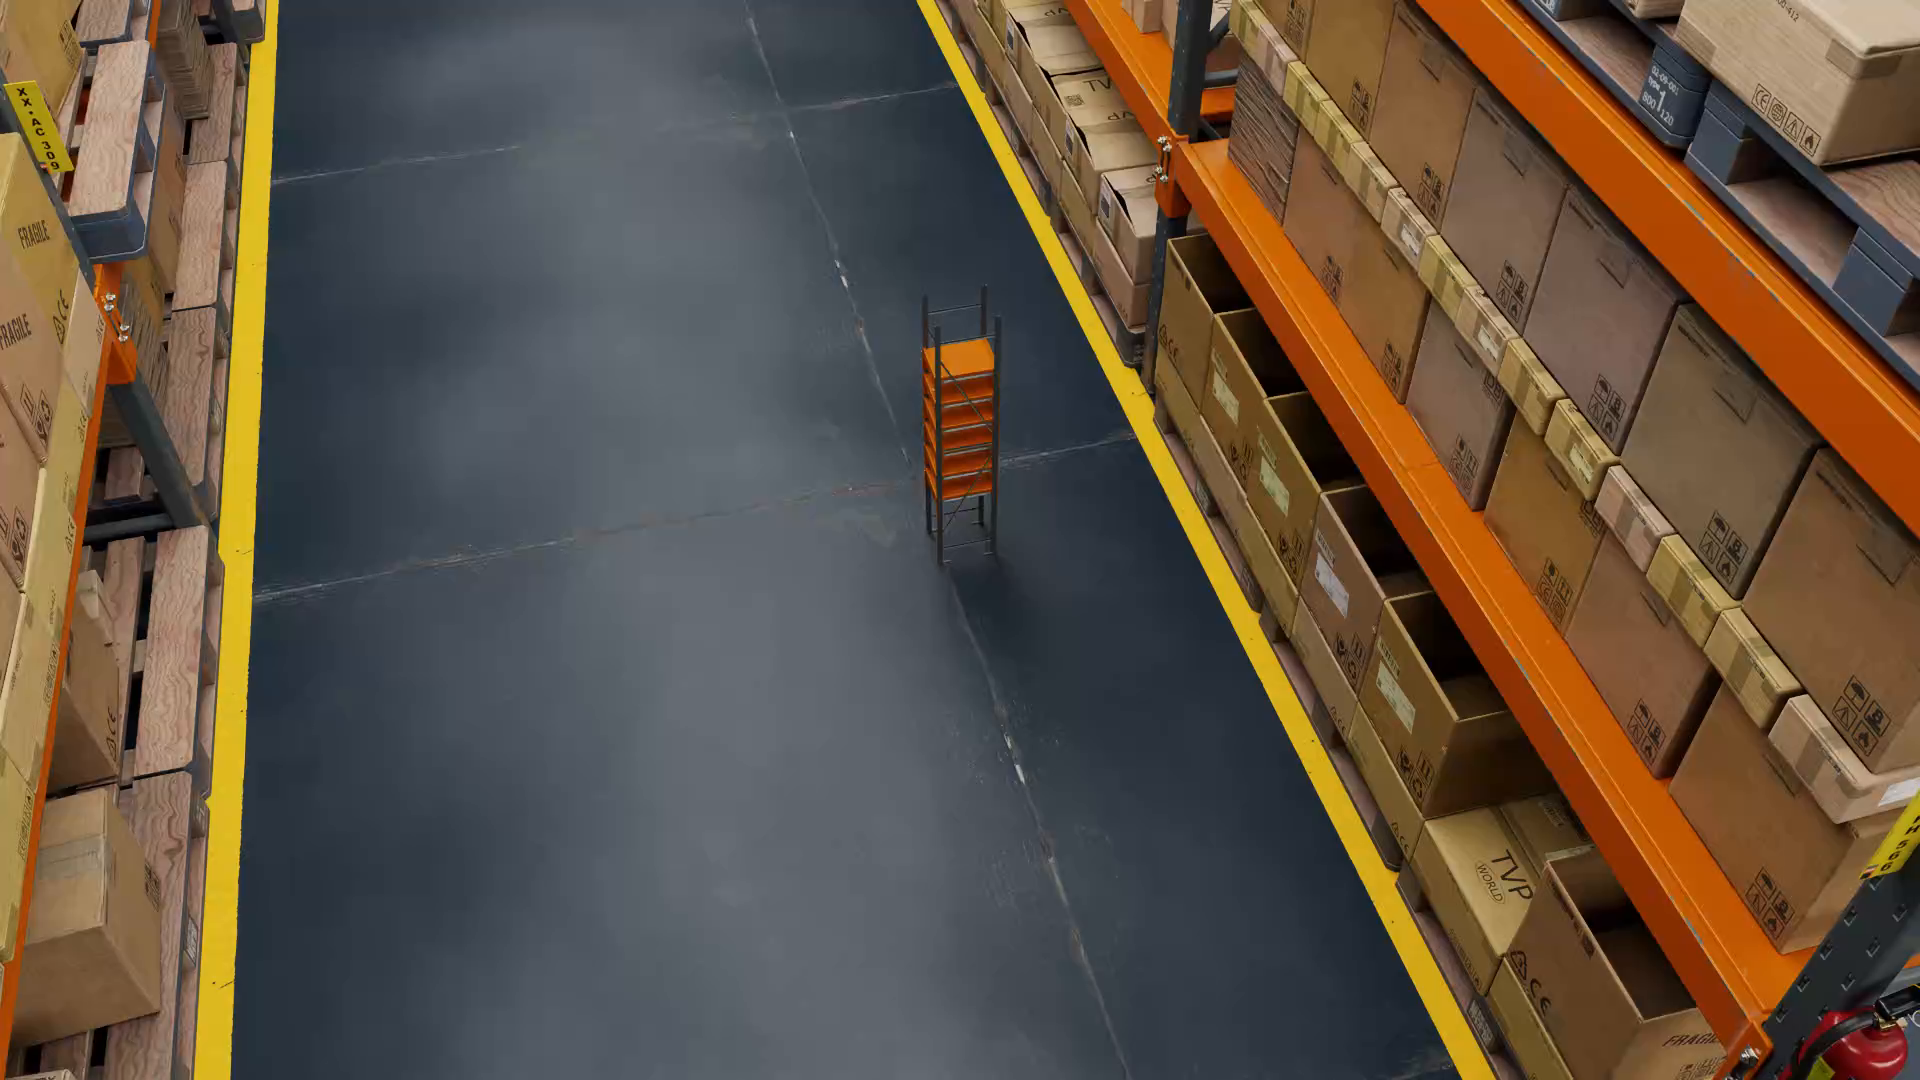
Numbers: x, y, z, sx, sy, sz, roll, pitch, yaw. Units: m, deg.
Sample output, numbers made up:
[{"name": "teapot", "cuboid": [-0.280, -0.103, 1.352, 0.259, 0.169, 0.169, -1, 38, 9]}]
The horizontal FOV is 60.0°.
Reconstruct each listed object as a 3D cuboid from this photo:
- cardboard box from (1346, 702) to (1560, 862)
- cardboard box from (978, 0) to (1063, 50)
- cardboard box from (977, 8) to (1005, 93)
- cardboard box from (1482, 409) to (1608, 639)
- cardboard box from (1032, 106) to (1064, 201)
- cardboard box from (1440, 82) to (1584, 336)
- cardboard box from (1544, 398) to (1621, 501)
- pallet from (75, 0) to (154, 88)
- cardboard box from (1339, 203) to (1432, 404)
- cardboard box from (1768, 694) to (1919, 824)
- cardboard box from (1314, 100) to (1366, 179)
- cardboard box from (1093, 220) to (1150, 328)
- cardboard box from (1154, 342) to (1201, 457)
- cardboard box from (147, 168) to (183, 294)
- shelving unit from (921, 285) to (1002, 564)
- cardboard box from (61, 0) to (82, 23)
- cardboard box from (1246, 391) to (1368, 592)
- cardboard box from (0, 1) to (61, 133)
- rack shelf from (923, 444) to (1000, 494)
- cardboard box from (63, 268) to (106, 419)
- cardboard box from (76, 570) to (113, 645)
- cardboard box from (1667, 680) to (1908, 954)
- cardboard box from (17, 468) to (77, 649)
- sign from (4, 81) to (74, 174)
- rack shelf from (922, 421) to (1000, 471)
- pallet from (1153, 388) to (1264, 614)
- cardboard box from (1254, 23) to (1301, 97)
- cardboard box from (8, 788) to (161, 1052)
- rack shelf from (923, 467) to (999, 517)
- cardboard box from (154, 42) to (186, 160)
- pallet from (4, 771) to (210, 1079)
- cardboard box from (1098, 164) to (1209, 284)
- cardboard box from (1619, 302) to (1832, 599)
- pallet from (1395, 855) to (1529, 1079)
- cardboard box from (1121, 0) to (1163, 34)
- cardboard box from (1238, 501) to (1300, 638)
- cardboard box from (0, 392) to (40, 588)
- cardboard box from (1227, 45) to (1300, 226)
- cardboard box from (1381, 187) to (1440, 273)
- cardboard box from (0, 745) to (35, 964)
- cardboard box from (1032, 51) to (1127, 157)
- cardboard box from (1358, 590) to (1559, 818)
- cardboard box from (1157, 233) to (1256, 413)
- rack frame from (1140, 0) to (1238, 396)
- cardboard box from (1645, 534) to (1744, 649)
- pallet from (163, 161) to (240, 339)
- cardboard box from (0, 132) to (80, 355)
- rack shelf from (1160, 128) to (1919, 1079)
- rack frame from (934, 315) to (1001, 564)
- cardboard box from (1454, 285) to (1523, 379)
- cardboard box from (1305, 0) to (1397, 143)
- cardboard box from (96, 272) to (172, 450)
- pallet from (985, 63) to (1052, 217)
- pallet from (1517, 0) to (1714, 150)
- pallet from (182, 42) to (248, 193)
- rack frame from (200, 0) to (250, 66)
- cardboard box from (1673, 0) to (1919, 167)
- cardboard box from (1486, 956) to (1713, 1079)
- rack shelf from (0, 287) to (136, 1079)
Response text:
[{"name": "cardboard box", "cuboid": [1.639, 0.751, 5.545, 0.500, 0.250, 0.500, -11, 47, -10]}, {"name": "cardboard box", "cuboid": [0.404, -2.836, 8.667, 0.500, 0.311, 0.500, -12, 47, -11]}, {"name": "cardboard box", "cuboid": [0.402, -2.648, 8.876, 0.500, 0.250, 0.500, -12, 47, -11]}, {"name": "cardboard box", "cuboid": [1.963, -0.126, 4.703, 0.700, 0.500, 0.500, -10, 46, -10]}, {"name": "cardboard box", "cuboid": [0.662, -1.943, 8.185, 0.500, 0.250, 0.500, -10, 46, -9]}, {"name": "cardboard box", "cuboid": [1.812, -0.967, 4.619, 0.700, 0.500, 0.500, -11, 47, -10]}, {"name": "cardboard box", "cuboid": [1.785, -0.264, 4.384, 0.380, 0.149, 0.250, -9, 46, -9]}, {"name": "pallet", "cuboid": [-3.958, -2.249, 6.988, 1.003, 0.211, 1.213, -11, 47, -10]}, {"name": "cardboard box", "cuboid": [1.693, -0.842, 5.405, 0.700, 0.500, 0.500, -10, 46, -10]}, {"name": "cardboard box", "cuboid": [2.049, 0.449, 3.686, 0.380, 0.149, 0.250, -11, 47, -11]}, {"name": "cardboard box", "cuboid": [1.389, -1.331, 5.430, 0.380, 0.149, 0.250, -11, 47, -11]}, {"name": "cardboard box", "cuboid": [0.921, -1.240, 7.496, 0.500, 0.250, 0.500, -11, 47, -11]}, {"name": "cardboard box", "cuboid": [1.133, -0.631, 6.899, 0.500, 0.250, 0.500, -11, 47, -10]}, {"name": "cardboard box", "cuboid": [-3.957, -1.405, 7.469, 0.700, 0.500, 0.500, -10, 46, -10]}, {"name": "shelving unit", "cuboid": [0.004, -0.410, 6.312, 0.258, 1.200, 0.189, -11, 47, -10]}, {"name": "cardboard box", "cuboid": [-3.913, -2.296, 6.522, 0.700, 0.500, 0.500, -5, 46, -5]}, {"name": "cardboard box", "cuboid": [1.379, -0.201, 5.953, 0.500, 0.500, 0.500, -11, 47, -10]}, {"name": "cardboard box", "cuboid": [-3.578, -1.460, 5.703, 0.700, 0.500, 0.500, -11, 47, -10]}, {"name": "rack shelf", "cuboid": [0.004, -0.295, 6.429, 0.258, 0.103, 0.180, -11, 47, -10]}, {"name": "cardboard box", "cuboid": [-3.066, -0.597, 5.326, 0.500, 0.250, 0.500, -11, 47, -10]}, {"name": "cardboard box", "cuboid": [-3.314, 0.288, 6.043, 0.380, 0.166, 0.250, -16, 48, -15]}, {"name": "cardboard box", "cuboid": [2.224, 0.580, 4.011, 0.700, 0.500, 0.500, -11, 47, -10]}, {"name": "cardboard box", "cuboid": [-2.803, 0.093, 4.649, 0.500, 0.250, 0.500, -11, 47, -11]}, {"name": "sign", "cuboid": [-2.958, -1.321, 5.339, 0.100, 0.325, 0.005, -11, 47, -10]}, {"name": "rack shelf", "cuboid": [0.004, -0.379, 6.343, 0.258, 0.103, 0.180, -11, 47, -10]}, {"name": "pallet", "cuboid": [1.470, -0.289, 6.886, 1.003, 0.211, 1.213, -11, 47, -10]}, {"name": "cardboard box", "cuboid": [1.253, -1.690, 5.782, 0.380, 0.149, 0.250, -10, 46, -10]}, {"name": "cardboard box", "cuboid": [-2.832, 1.165, 4.950, 0.700, 0.500, 0.500, -13, 47, -13]}, {"name": "rack shelf", "cuboid": [0.004, -0.211, 6.515, 0.258, 0.103, 0.180, -11, 47, -10]}, {"name": "cardboard box", "cuboid": [-4.250, -2.090, 8.140, 0.700, 0.500, 0.500, -11, 47, -10]}, {"name": "pallet", "cuboid": [-2.958, 1.363, 5.266, 1.003, 0.211, 1.213, -11, 47, -10]}, {"name": "cardboard box", "cuboid": [0.926, -1.430, 7.290, 0.500, 0.311, 0.500, -11, 47, -10]}, {"name": "cardboard box", "cuboid": [2.071, -0.273, 3.939, 0.700, 0.500, 0.500, -12, 47, -11]}, {"name": "pallet", "cuboid": [2.095, 1.395, 5.235, 1.003, 0.211, 1.213, -11, 47, -10]}, {"name": "cardboard box", "cuboid": [0.905, -2.349, 7.045, 0.396, 0.266, 0.258, -12, 47, -11]}, {"name": "cardboard box", "cuboid": [1.379, 0.061, 6.221, 0.500, 0.250, 0.500, -11, 47, -10]}, {"name": "cardboard box", "cuboid": [-2.809, -0.168, 4.380, 0.500, 0.500, 0.500, -12, 47, -11]}, {"name": "cardboard box", "cuboid": [1.427, -1.552, 6.101, 0.700, 0.500, 0.500, -12, 47, -11]}, {"name": "cardboard box", "cuboid": [1.523, -0.974, 5.080, 0.380, 0.149, 0.250, -12, 47, -11]}, {"name": "cardboard box", "cuboid": [-2.546, 0.790, 3.967, 0.500, 0.250, 0.500, -11, 47, -11]}, {"name": "cardboard box", "cuboid": [0.662, -2.133, 7.979, 0.500, 0.311, 0.500, -11, 47, -10]}, {"name": "cardboard box", "cuboid": [1.636, 0.489, 5.277, 0.500, 0.500, 0.500, -11, 47, -10]}, {"name": "cardboard box", "cuboid": [1.123, -0.892, 6.630, 0.500, 0.500, 0.500, -11, 47, -10]}, {"name": "rack frame", "cuboid": [1.307, -1.822, 6.435, 1.000, 3.000, 0.127, -11, 47, -10]}, {"name": "cardboard box", "cuboid": [1.915, 0.092, 4.036, 0.380, 0.149, 0.250, -11, 47, -11]}, {"name": "pallet", "cuboid": [-3.997, -1.319, 7.895, 1.003, 0.211, 1.213, -11, 47, -10]}, {"name": "cardboard box", "cuboid": [-3.060, -0.861, 5.059, 0.500, 0.500, 0.500, -11, 47, -10]}, {"name": "rack shelf", "cuboid": [1.819, -0.189, 5.339, 1.077, 0.370, 4.000, -11, 47, -10]}, {"name": "rack frame", "cuboid": [0.027, -0.347, 6.250, 0.240, 1.200, 0.006, -11, 47, -10]}, {"name": "cardboard box", "cuboid": [1.650, -0.622, 4.735, 0.380, 0.149, 0.250, -11, 47, -11]}, {"name": "cardboard box", "cuboid": [1.558, -1.657, 5.296, 0.700, 0.500, 0.500, -11, 47, -10]}, {"name": "cardboard box", "cuboid": [-3.685, -0.698, 6.776, 0.700, 0.500, 0.500, -9, 46, -9]}, {"name": "pallet", "cuboid": [0.765, -2.192, 8.750, 1.003, 0.211, 1.213, -11, 47, -10]}, {"name": "pallet", "cuboid": [1.859, -1.416, 3.999, 1.003, 0.211, 1.213, -11, 47, -10]}, {"name": "pallet", "cuboid": [-4.306, -2.160, 8.719, 1.003, 0.211, 1.213, -11, 47, -10]}, {"name": "rack frame", "cuboid": [-4.504, -3.675, 8.252, 1.000, 3.000, 0.127, -11, 47, -10]}, {"name": "cardboard box", "cuboid": [1.782, -1.001, 3.243, 0.500, 0.250, 0.500, -11, 47, -10]}, {"name": "cardboard box", "cuboid": [1.908, 1.439, 4.871, 0.500, 0.250, 0.500, -11, 47, -10]}, {"name": "rack shelf", "cuboid": [-2.968, 0.719, 4.449, 1.077, 0.370, 4.000, -11, 47, -10]}]
